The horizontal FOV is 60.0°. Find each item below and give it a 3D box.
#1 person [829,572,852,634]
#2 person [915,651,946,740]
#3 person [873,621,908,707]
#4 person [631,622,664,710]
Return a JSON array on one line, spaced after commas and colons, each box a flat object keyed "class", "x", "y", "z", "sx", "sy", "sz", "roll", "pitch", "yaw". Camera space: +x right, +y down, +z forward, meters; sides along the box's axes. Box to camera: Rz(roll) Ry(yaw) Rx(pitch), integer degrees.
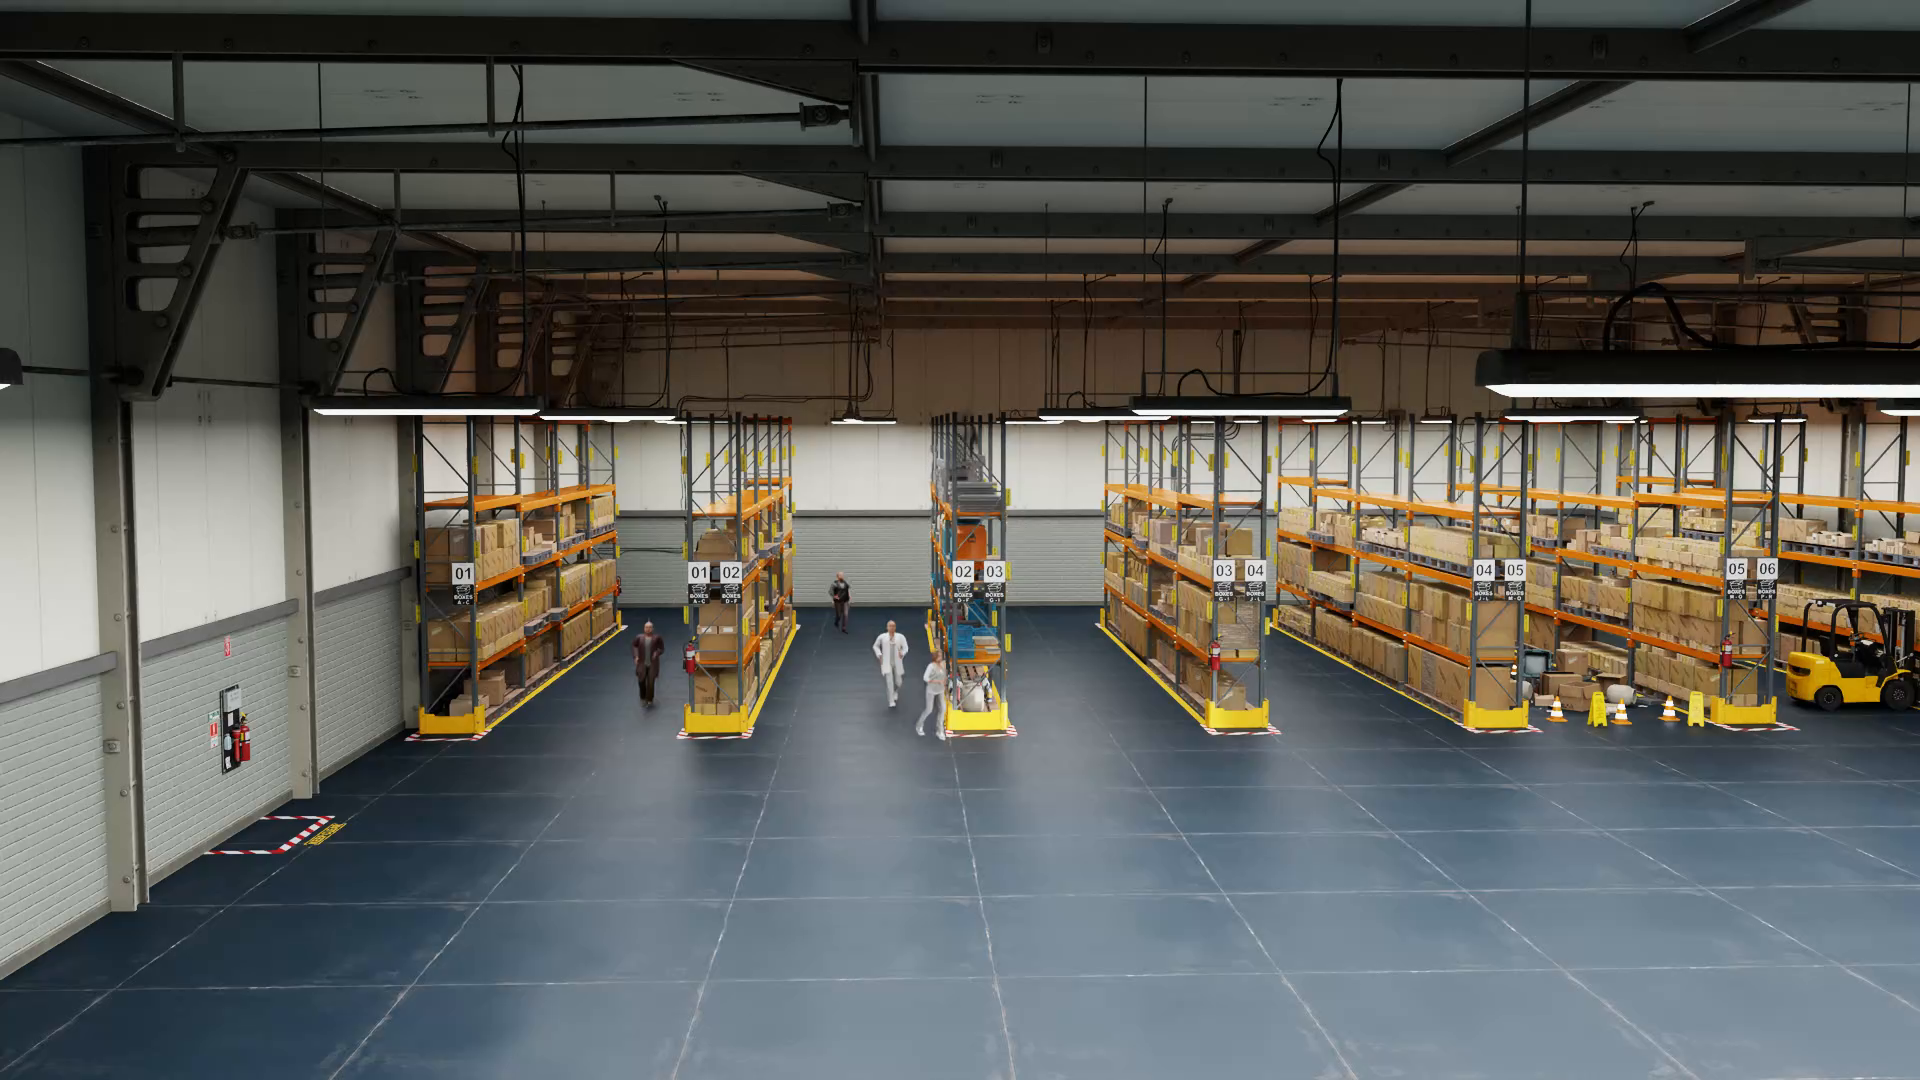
[{"class": "person", "x": -3.317, "y": 1.743, "z": 46.306, "sx": 0.675, "sy": 1.714, "sz": 0.831, "roll": -1, "pitch": 4, "yaw": -19}, {"class": "person", "x": -0.455, "y": 2.835, "z": 30.558, "sx": 0.548, "sy": 1.569, "sz": 0.793, "roll": -3, "pitch": 5, "yaw": -39}, {"class": "person", "x": -1.417, "y": 2.530, "z": 34.140, "sx": 0.715, "sy": 1.735, "sz": 0.826, "roll": -1, "pitch": 4, "yaw": -10}, {"class": "person", "x": -6.334, "y": 2.536, "z": 33.708, "sx": 0.680, "sy": 1.743, "sz": 0.745, "roll": -1, "pitch": 4, "yaw": -8}]
